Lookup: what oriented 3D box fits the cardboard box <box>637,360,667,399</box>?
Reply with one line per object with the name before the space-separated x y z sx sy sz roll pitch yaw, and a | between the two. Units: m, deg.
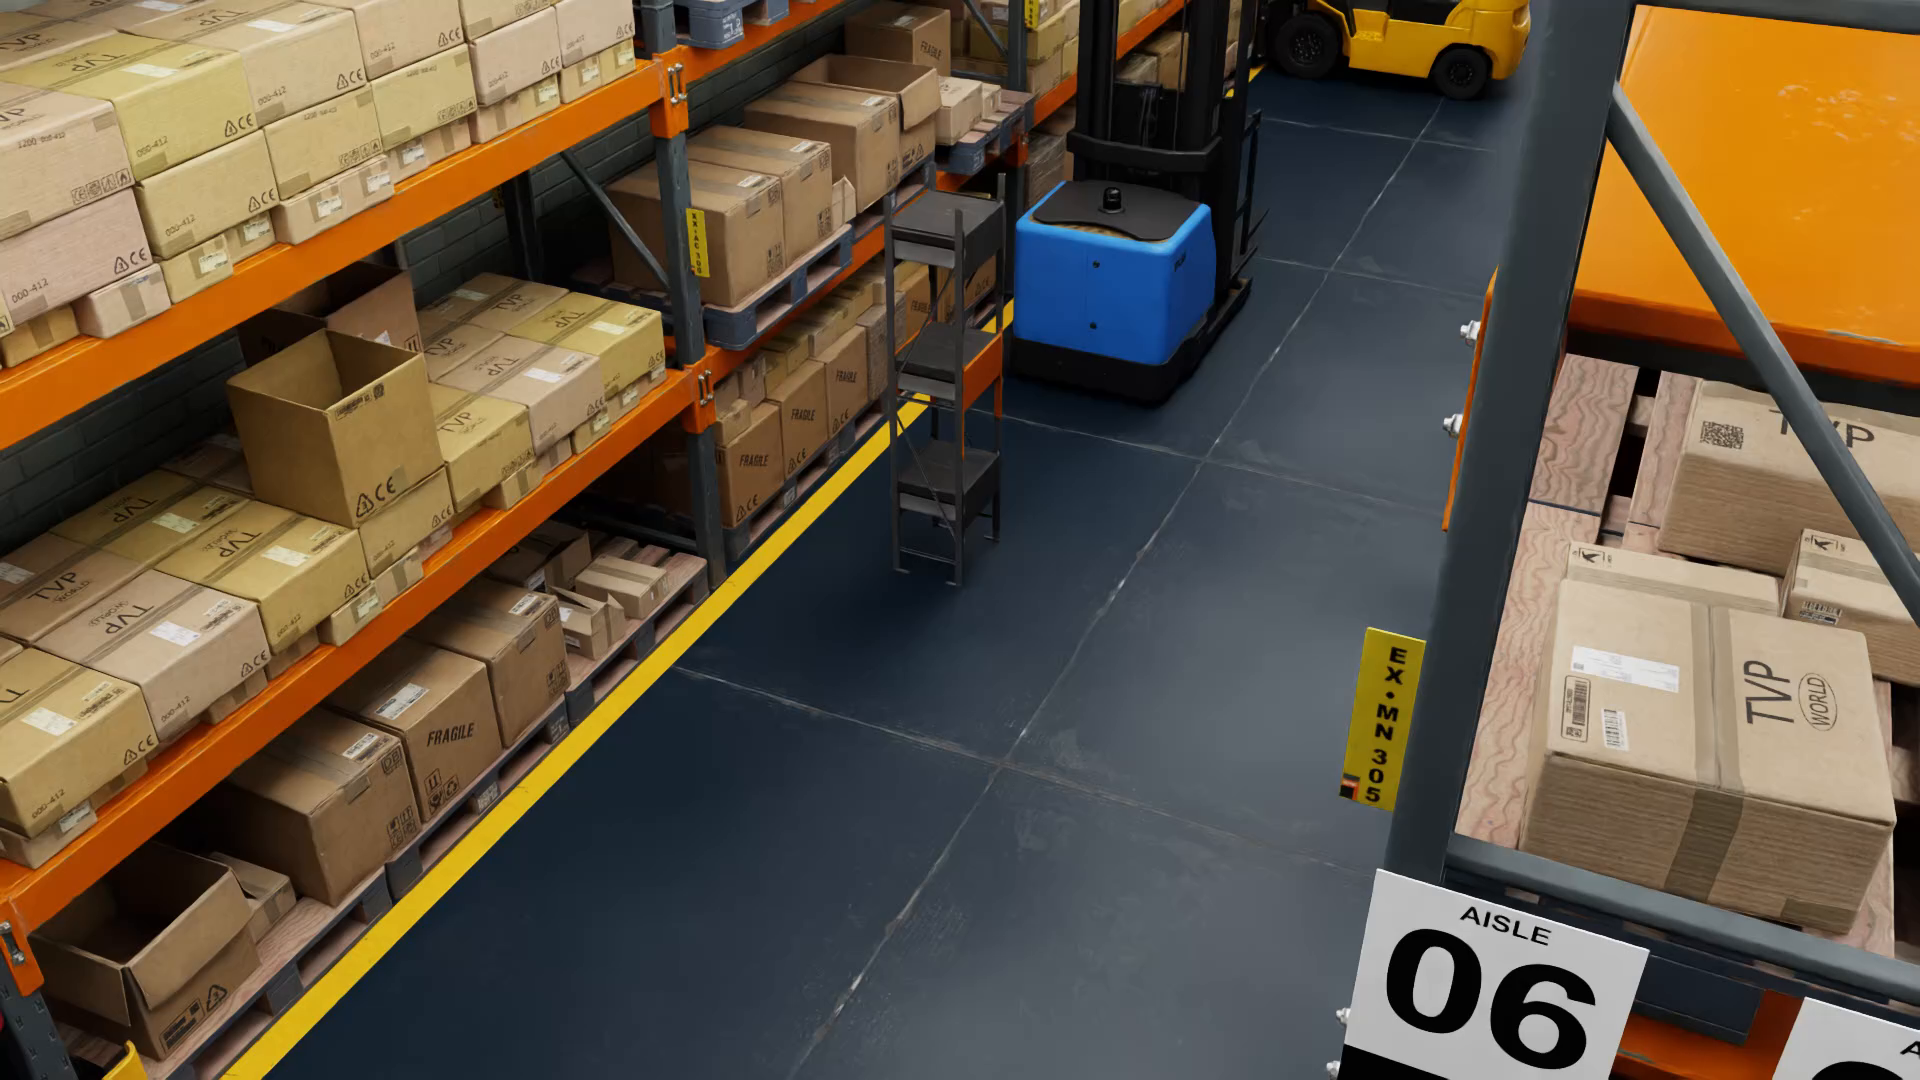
cardboard box | -1.616 -0.810 7.847 0.380 0.149 0.250 15 36 21

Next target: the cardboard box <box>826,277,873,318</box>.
cardboard box | -0.744 -1.456 9.909 0.380 0.149 0.250 14 36 21

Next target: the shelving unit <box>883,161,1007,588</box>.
shelving unit | -0.069 -0.796 8.417 0.431 2.100 0.503 14 36 20

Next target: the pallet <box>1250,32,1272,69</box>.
pallet | 2.515 -4.946 16.469 1.003 0.211 1.213 14 36 20

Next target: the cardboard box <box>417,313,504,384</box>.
cardboard box | -2.367 -0.757 7.403 0.500 0.250 0.500 14 36 20

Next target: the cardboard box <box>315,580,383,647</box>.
cardboard box | -2.414 0.235 6.254 0.380 0.149 0.250 13 35 19

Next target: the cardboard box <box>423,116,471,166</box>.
cardboard box | -2.065 -1.533 6.215 0.380 0.149 0.250 15 36 22

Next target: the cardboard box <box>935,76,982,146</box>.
cardboard box | -0.185 -2.637 10.158 0.500 0.250 0.500 12 35 18

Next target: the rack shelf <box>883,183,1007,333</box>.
rack shelf | -0.069 -1.370 8.041 0.431 0.518 0.480 14 36 20

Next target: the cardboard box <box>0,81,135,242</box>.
cardboard box | -2.741 -1.077 4.699 0.500 0.250 0.500 14 36 20

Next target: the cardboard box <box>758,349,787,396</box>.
cardboard box | -1.177 -0.937 9.117 0.380 0.149 0.250 12 35 18

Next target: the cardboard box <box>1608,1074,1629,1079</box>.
cardboard box | 1.093 1.042 3.200 0.380 0.149 0.250 15 36 21

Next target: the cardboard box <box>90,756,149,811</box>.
cardboard box | -2.934 0.728 5.502 0.380 0.149 0.250 15 36 22

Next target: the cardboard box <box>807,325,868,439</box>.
cardboard box | -0.878 -0.966 9.753 0.500 0.500 0.500 13 35 19

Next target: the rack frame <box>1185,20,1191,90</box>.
rack frame | 1.635 -5.116 14.185 1.000 3.000 0.127 14 36 20

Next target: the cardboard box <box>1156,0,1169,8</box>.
cardboard box | 1.457 -4.490 13.368 0.500 0.250 0.500 14 36 20

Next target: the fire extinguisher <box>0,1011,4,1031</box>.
fire extinguisher | -3.027 1.228 4.920 0.296 0.674 0.183 14 36 20

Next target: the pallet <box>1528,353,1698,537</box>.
pallet | 1.935 -0.201 4.035 1.003 0.211 1.213 14 36 20

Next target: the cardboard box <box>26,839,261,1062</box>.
cardboard box | -3.043 1.446 6.071 0.797 0.503 0.637 13 35 19

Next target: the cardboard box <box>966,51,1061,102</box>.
cardboard box | 0.370 -3.226 11.439 0.500 0.250 0.500 14 36 21

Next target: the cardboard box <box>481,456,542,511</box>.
cardboard box | -2.007 -0.282 7.042 0.380 0.149 0.250 14 36 20

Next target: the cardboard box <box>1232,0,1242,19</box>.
cardboard box | 2.346 -4.981 15.192 0.500 0.250 0.500 14 36 21

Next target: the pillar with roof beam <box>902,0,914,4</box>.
pillar with roof beam | 3.599 -5.501 9.301 9.100 9.000 0.400 14 36 20

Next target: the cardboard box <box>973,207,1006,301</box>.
cardboard box | -0.020 -1.994 11.321 0.500 0.500 0.500 15 36 22

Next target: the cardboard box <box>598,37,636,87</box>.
cardboard box | -1.594 -2.034 6.978 0.380 0.149 0.250 14 36 20

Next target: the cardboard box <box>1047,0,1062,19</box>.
cardboard box | 0.473 -3.661 11.284 0.380 0.149 0.250 15 36 22

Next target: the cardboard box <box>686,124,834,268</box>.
cardboard box | -1.089 -1.796 8.648 0.700 0.500 0.500 15 36 21

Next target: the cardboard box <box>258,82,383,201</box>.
cardboard box | -2.336 -1.386 5.627 0.500 0.250 0.500 14 36 20

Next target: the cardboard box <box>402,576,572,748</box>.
cardboard box | -2.216 0.514 7.496 0.700 0.500 0.500 13 35 19

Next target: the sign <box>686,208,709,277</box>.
sign | -1.215 -1.373 7.687 0.100 0.325 0.005 14 36 20

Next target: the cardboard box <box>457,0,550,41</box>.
cardboard box | -1.908 -2.095 6.252 0.500 0.250 0.500 14 36 20

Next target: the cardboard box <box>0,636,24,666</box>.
cardboard box | -3.434 0.509 5.472 0.500 0.250 0.500 15 36 22

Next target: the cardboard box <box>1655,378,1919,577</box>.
cardboard box | 1.797 -0.171 3.515 0.500 0.311 0.500 15 36 21

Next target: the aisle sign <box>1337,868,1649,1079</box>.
aisle sign | 0.813 0.875 2.677 0.394 0.787 0.004 14 36 20

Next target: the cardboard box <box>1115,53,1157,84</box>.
cardboard box | 1.096 -3.651 13.734 0.875 0.625 0.625 14 36 20

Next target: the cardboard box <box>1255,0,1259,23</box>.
cardboard box | 2.548 -5.020 15.707 0.500 0.250 0.500 14 36 20

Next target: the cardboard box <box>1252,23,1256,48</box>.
cardboard box | 2.538 -4.822 15.862 0.500 0.250 0.500 15 36 21

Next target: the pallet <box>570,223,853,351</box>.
pallet | -1.278 -1.424 8.730 1.003 0.211 1.213 14 36 20

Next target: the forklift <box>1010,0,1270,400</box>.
forklift | 1.397 -2.887 10.849 1.130 2.935 3.031 14 36 20

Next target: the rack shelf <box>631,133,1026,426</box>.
rack shelf | -0.875 -1.827 9.825 1.077 0.370 4.000 14 36 20

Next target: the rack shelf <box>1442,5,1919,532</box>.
rack shelf | 1.962 -1.039 3.517 1.077 0.370 4.000 14 36 20

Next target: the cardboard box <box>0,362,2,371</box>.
cardboard box | -2.955 -0.531 4.686 0.380 0.149 0.250 15 36 21

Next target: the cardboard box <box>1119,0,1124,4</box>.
cardboard box | 1.006 -4.201 12.470 0.500 0.250 0.500 15 36 21

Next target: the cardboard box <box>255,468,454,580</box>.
cardboard box | -2.336 -0.129 6.445 0.500 0.250 0.500 13 36 19

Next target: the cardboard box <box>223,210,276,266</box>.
cardboard box | -2.484 -1.024 5.439 0.380 0.149 0.250 14 36 20

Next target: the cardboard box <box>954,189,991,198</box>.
cardboard box | -0.015 -2.221 11.075 0.380 0.149 0.250 12 35 18
